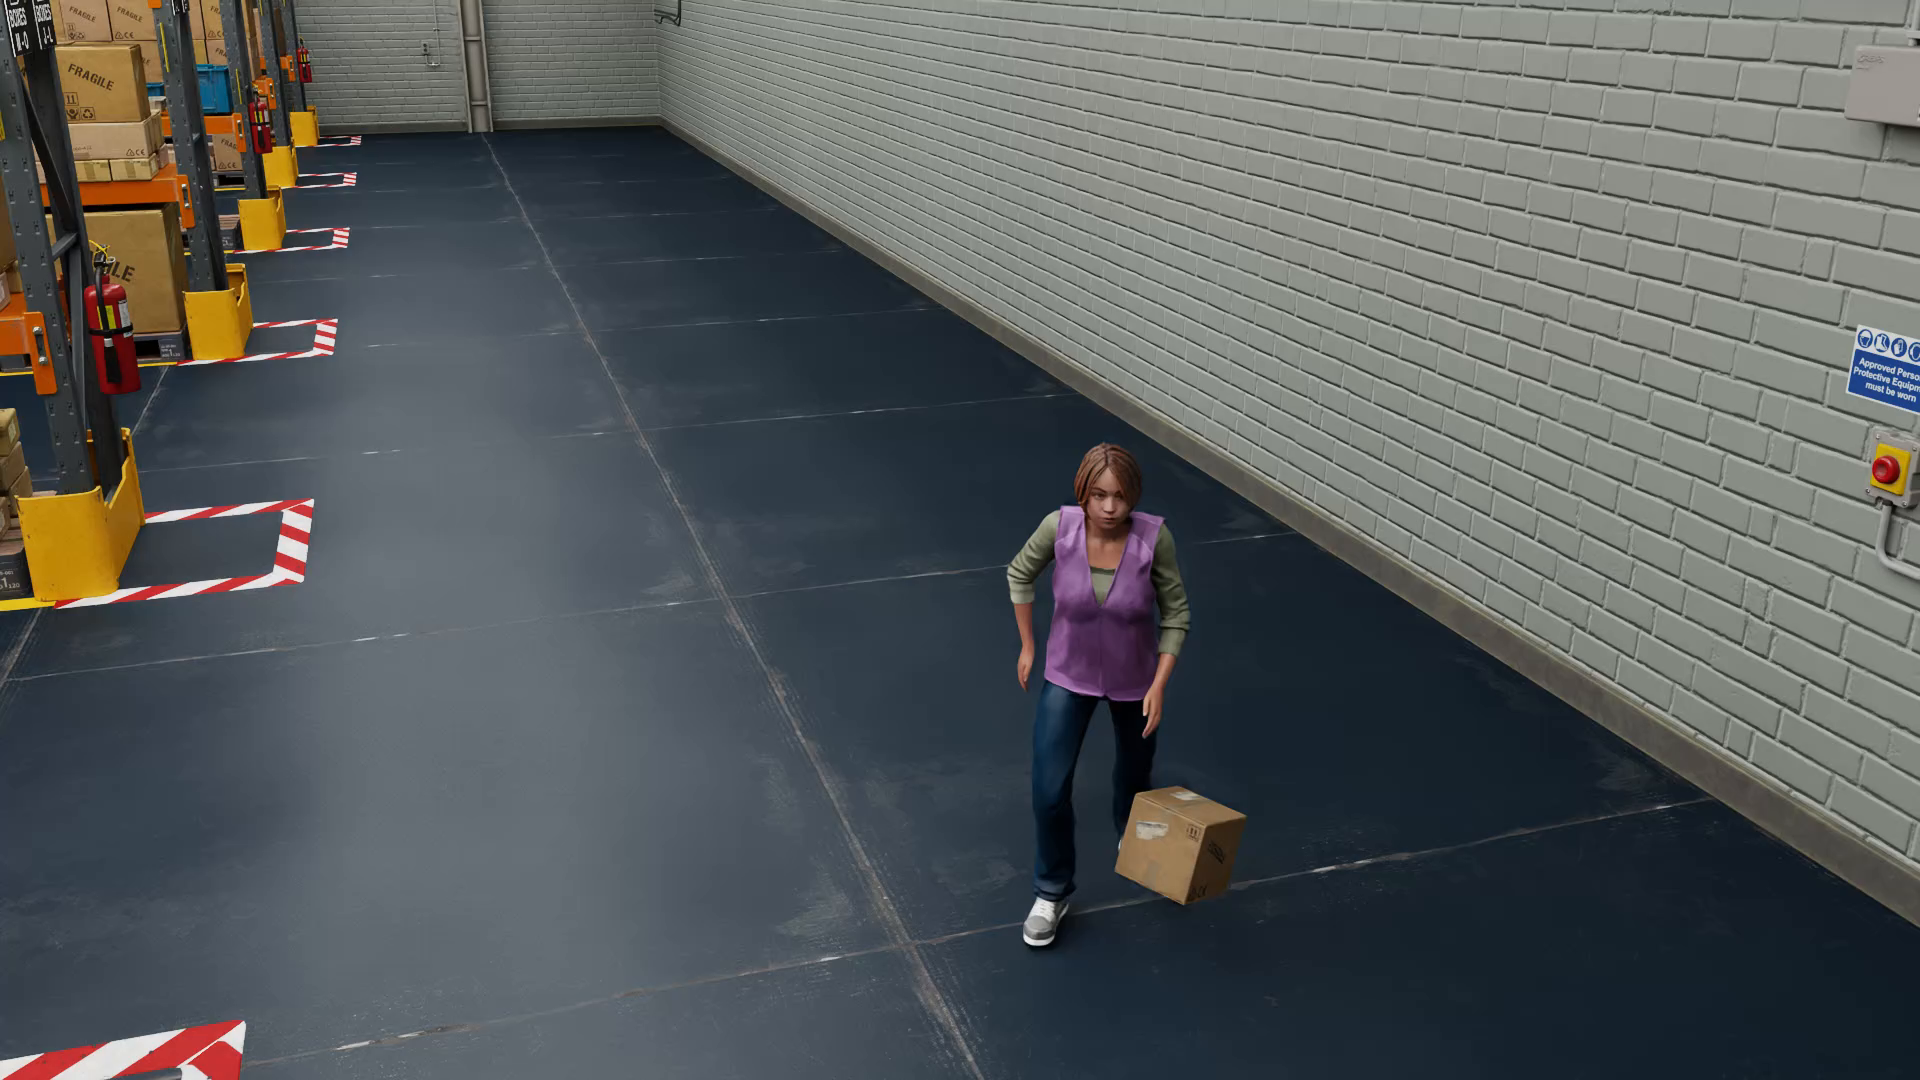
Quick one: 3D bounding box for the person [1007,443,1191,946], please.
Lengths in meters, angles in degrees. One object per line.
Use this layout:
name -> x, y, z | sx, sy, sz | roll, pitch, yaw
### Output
person -> 0.414, 0.414, 4.969 | 0.550, 1.551, 0.656 | 0, 20, 0
